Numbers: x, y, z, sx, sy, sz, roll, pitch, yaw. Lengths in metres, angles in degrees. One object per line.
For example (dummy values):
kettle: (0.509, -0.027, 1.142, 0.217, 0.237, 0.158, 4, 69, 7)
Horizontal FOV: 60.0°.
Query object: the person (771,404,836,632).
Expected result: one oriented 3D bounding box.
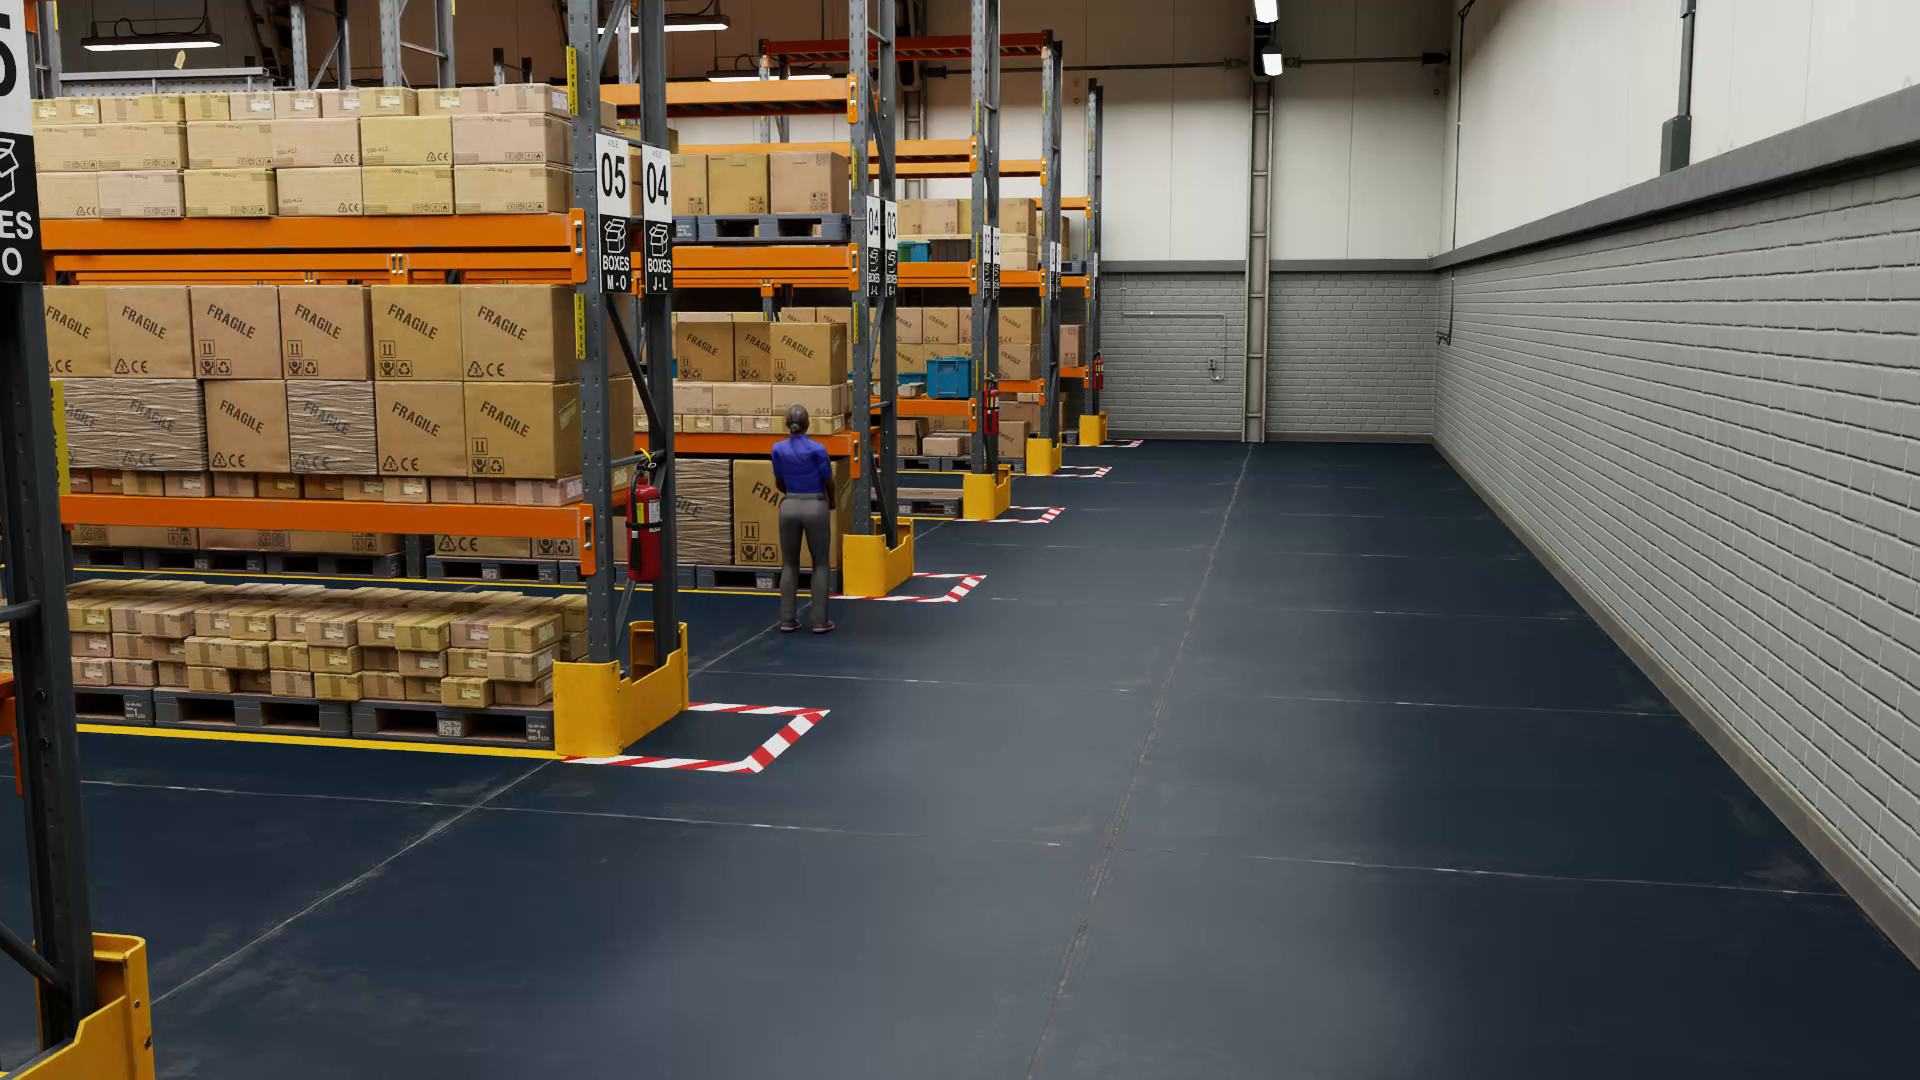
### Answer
person: (-1.106, -0.167, 12.051, 0.450, 1.646, 0.523, 2, 8, 12)
